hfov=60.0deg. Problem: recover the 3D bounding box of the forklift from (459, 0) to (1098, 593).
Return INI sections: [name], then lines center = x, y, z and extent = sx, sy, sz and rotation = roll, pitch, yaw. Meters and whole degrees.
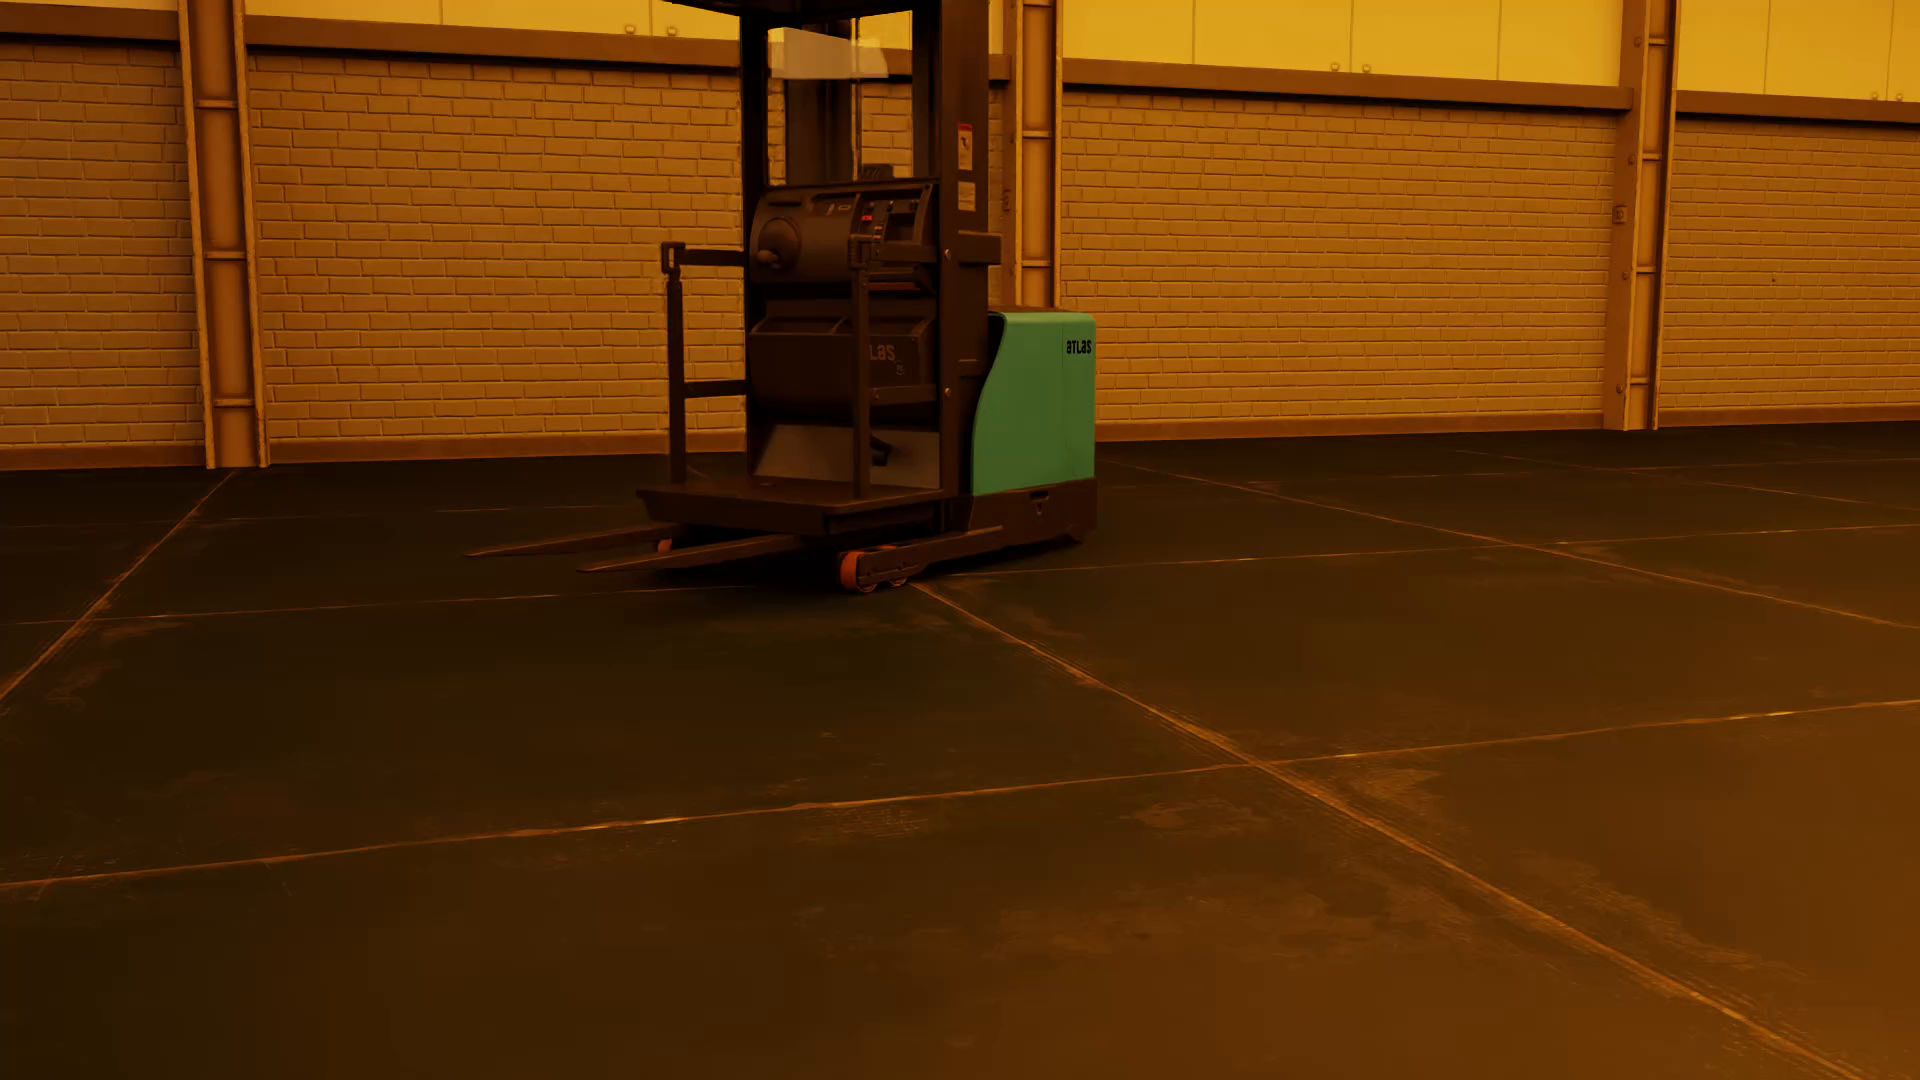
[forklift]
center = -0.624, -1.320, 6.752
extent = 1.130, 2.935, 3.031
rotation = 6, 10, 35
